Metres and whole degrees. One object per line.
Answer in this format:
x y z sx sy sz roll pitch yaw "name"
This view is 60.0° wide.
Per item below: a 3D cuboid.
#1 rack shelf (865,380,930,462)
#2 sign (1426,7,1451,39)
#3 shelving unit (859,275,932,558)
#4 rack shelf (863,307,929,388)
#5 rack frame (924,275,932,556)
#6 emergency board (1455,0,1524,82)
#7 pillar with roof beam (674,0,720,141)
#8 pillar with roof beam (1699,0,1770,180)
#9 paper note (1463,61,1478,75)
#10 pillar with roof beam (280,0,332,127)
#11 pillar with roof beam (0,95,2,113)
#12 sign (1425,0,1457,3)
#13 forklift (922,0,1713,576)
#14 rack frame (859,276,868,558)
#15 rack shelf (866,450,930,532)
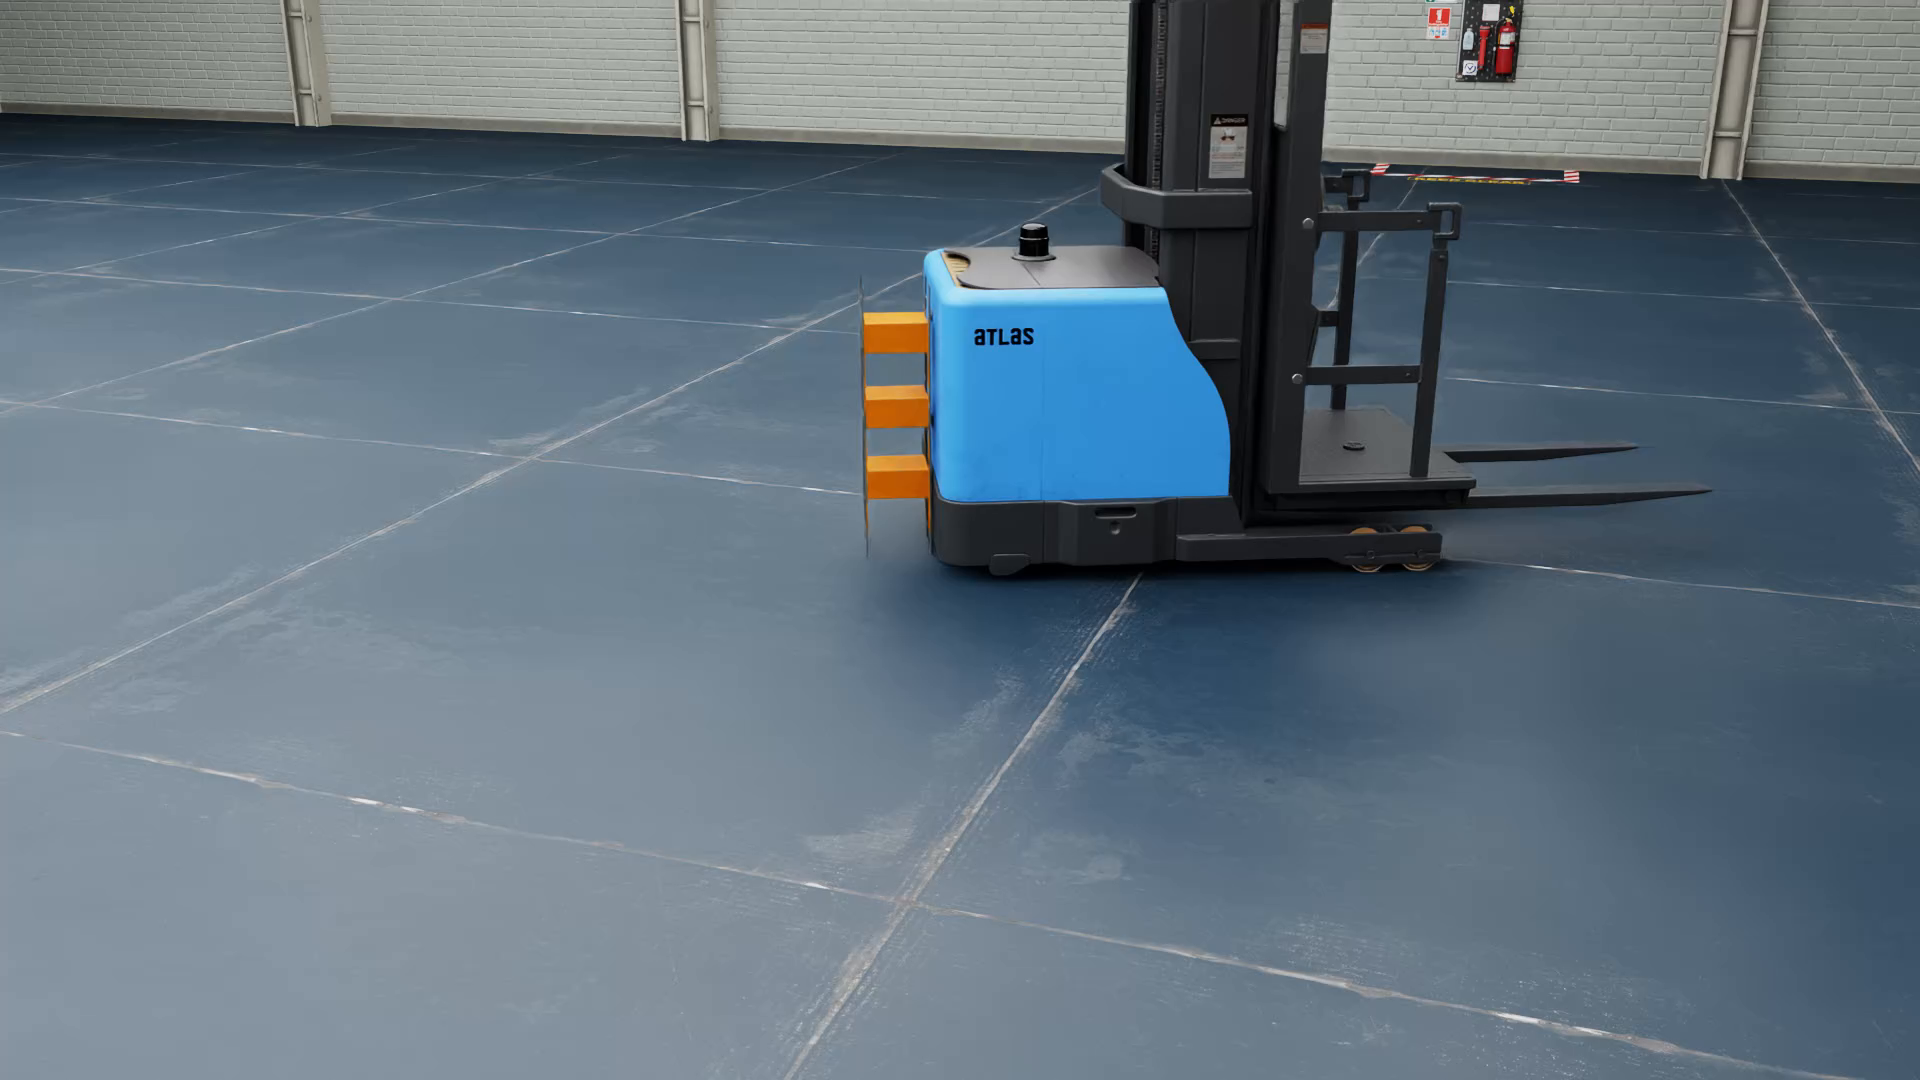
-0.243 -0.453 6.312 0.240 0.259 0.215 -2 19 -5 "rack shelf"
5.214 -5.629 18.114 0.234 0.329 0.001 7 20 18 "sign"
-0.243 -0.463 6.308 0.252 1.050 0.215 -2 19 -5 "shelving unit"
-0.243 -0.720 6.218 0.240 0.259 0.215 -2 19 -5 "rack shelf"
-0.121 -0.466 6.318 0.008 1.050 0.200 -2 19 -5 "rack frame"
5.703 -5.520 17.856 0.643 1.169 0.194 7 20 18 "emergency board"
-4.724 -8.032 15.948 0.400 9.000 9.100 7 20 18 "pillar with roof beam"
6.612 -6.736 12.229 0.400 9.000 9.100 7 20 18 "pillar with roof beam"
5.558 -5.145 18.118 0.142 0.148 0.016 7 20 18 "paper note"
-10.391 -8.680 17.807 0.400 9.000 9.100 7 20 18 "pillar with roof beam"
-16.059 -9.328 19.666 0.400 9.000 9.100 7 20 18 "pillar with roof beam"
5.216 -5.876 18.017 0.331 0.109 0.001 7 20 18 "sign"
1.389 -1.433 6.235 3.031 2.935 1.130 -2 19 -5 "forklift"
-0.364 -0.459 6.298 0.008 1.050 0.200 -2 19 -5 "rack frame"
-0.243 -0.190 6.403 0.240 0.259 0.215 -2 19 -5 "rack shelf"
